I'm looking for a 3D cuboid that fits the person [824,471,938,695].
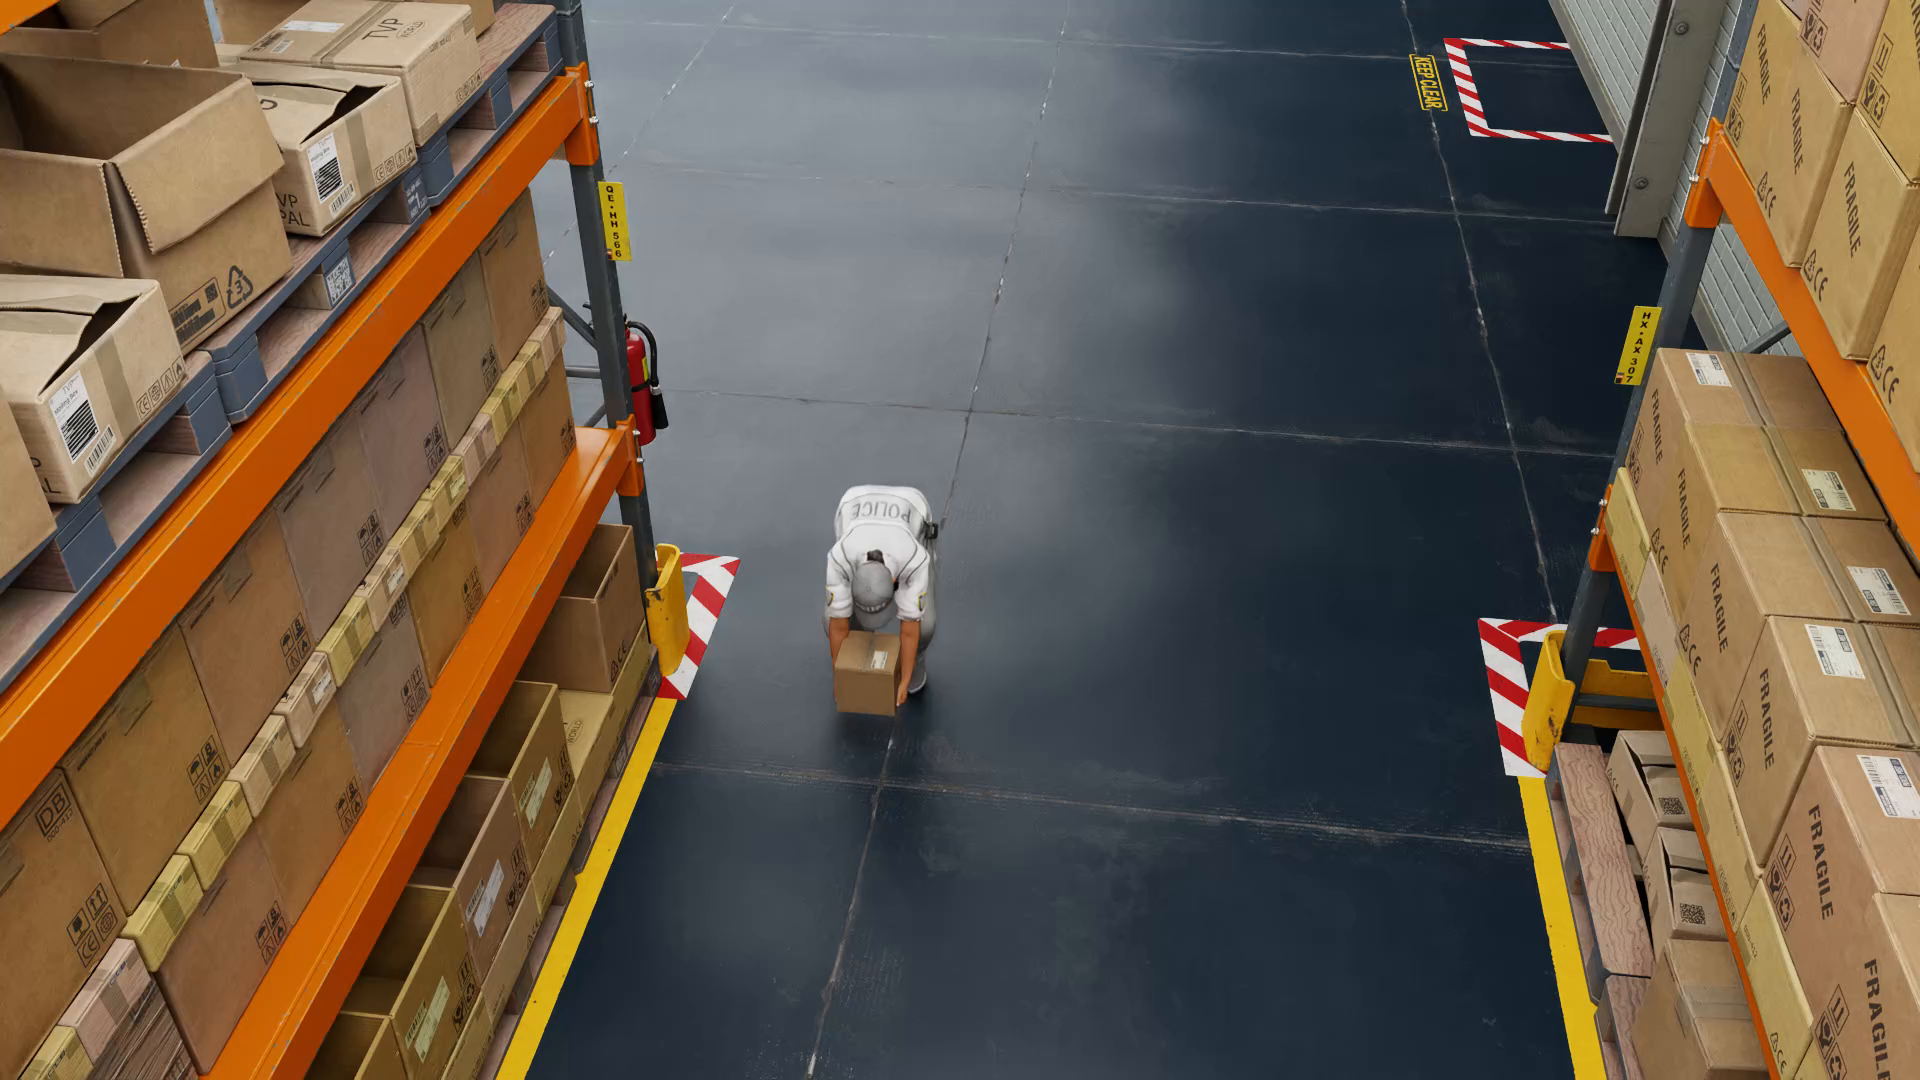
[{"bbox_3d":[-0.347,0.244,7.212,0.453,1.069,0.934,3,36,4],"label":"person"}]
